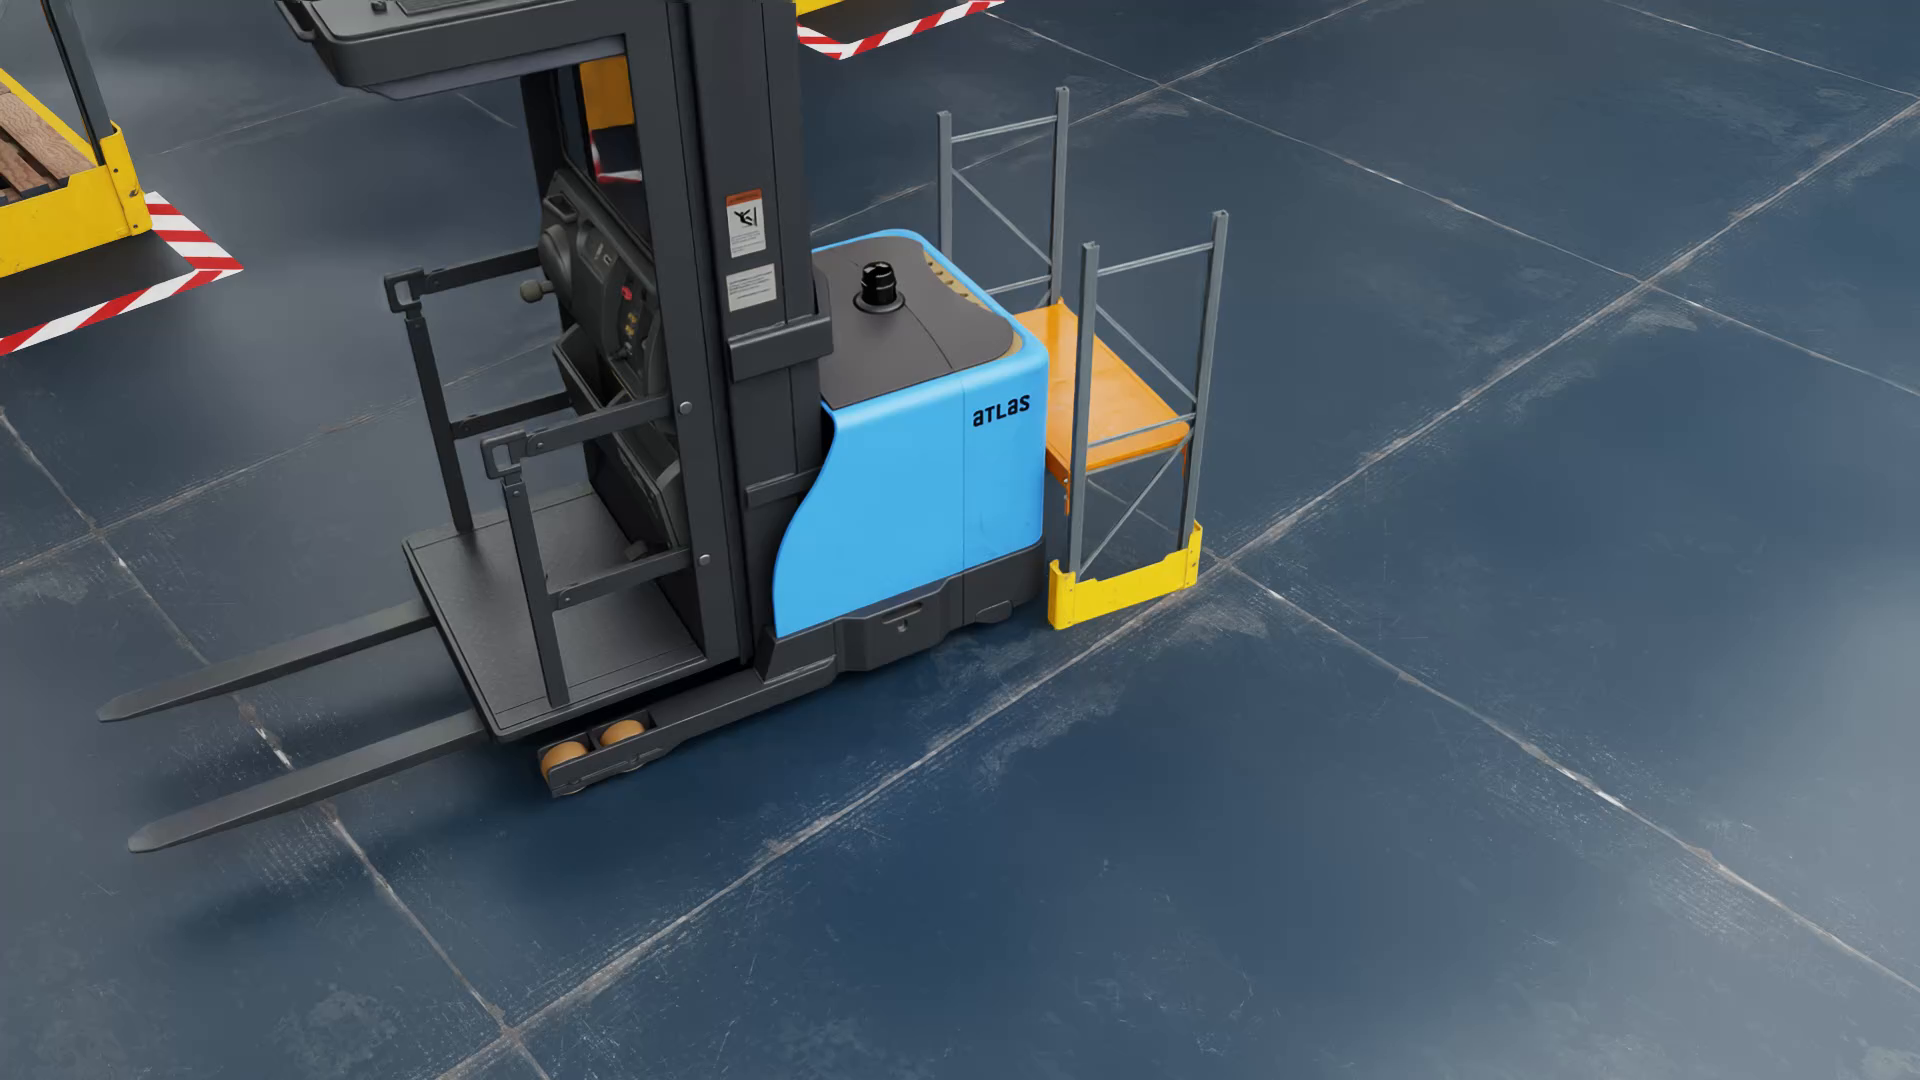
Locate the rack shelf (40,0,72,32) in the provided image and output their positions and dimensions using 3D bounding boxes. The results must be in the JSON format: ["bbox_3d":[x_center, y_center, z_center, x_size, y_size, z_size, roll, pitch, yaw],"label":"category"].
[{"bbox_3d":[-5.744,-3.159,8.346,1.077,0.370,4.000,-30,48,-32],"label":"rack shelf"}]

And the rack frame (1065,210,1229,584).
[{"bbox_3d":[0.594,-0.357,5.498,0.500,1.500,0.032,-17,42,-20],"label":"rack frame"}]

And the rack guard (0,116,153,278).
[{"bbox_3d":[-4.477,-1.556,7.778,1.175,0.500,0.348,-30,48,-32],"label":"rack guard"}]

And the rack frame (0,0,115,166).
[{"bbox_3d":[-4.391,-2.513,6.974,1.000,3.000,0.127,-30,48,-32],"label":"rack frame"}]

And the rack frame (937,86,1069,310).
[{"bbox_3d":[0.151,-0.932,6.210,0.500,1.500,0.032,-17,42,-20],"label":"rack frame"}]

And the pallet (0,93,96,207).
[{"bbox_3d":[-5.023,-1.822,8.337,1.003,0.211,1.213,-30,48,-32],"label":"pallet"}]

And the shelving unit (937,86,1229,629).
[{"bbox_3d":[0.369,-0.650,5.861,0.587,1.500,1.083,-17,42,-20],"label":"shelving unit"}]

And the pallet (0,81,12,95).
[{"bbox_3d":[-5.844,-2.386,9.036,1.003,0.211,1.213,-30,48,-32],"label":"pallet"}]

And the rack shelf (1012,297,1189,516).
[{"bbox_3d":[0.373,-0.505,5.967,0.538,0.185,1.000,-17,42,-20],"label":"rack shelf"}]

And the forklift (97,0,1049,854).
[{"bbox_3d":[-1.235,-0.719,4.807,3.031,2.935,1.130,-20,43,-23],"label":"forklift"}]

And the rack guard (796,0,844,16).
[{"bbox_3d":[-0.795,-3.680,10.409,1.175,0.500,0.348,-30,48,-32],"label":"rack guard"}]

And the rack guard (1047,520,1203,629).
[{"bbox_3d":[0.586,0.118,5.905,0.587,0.250,0.087,-17,42,-20],"label":"rack guard"}]
